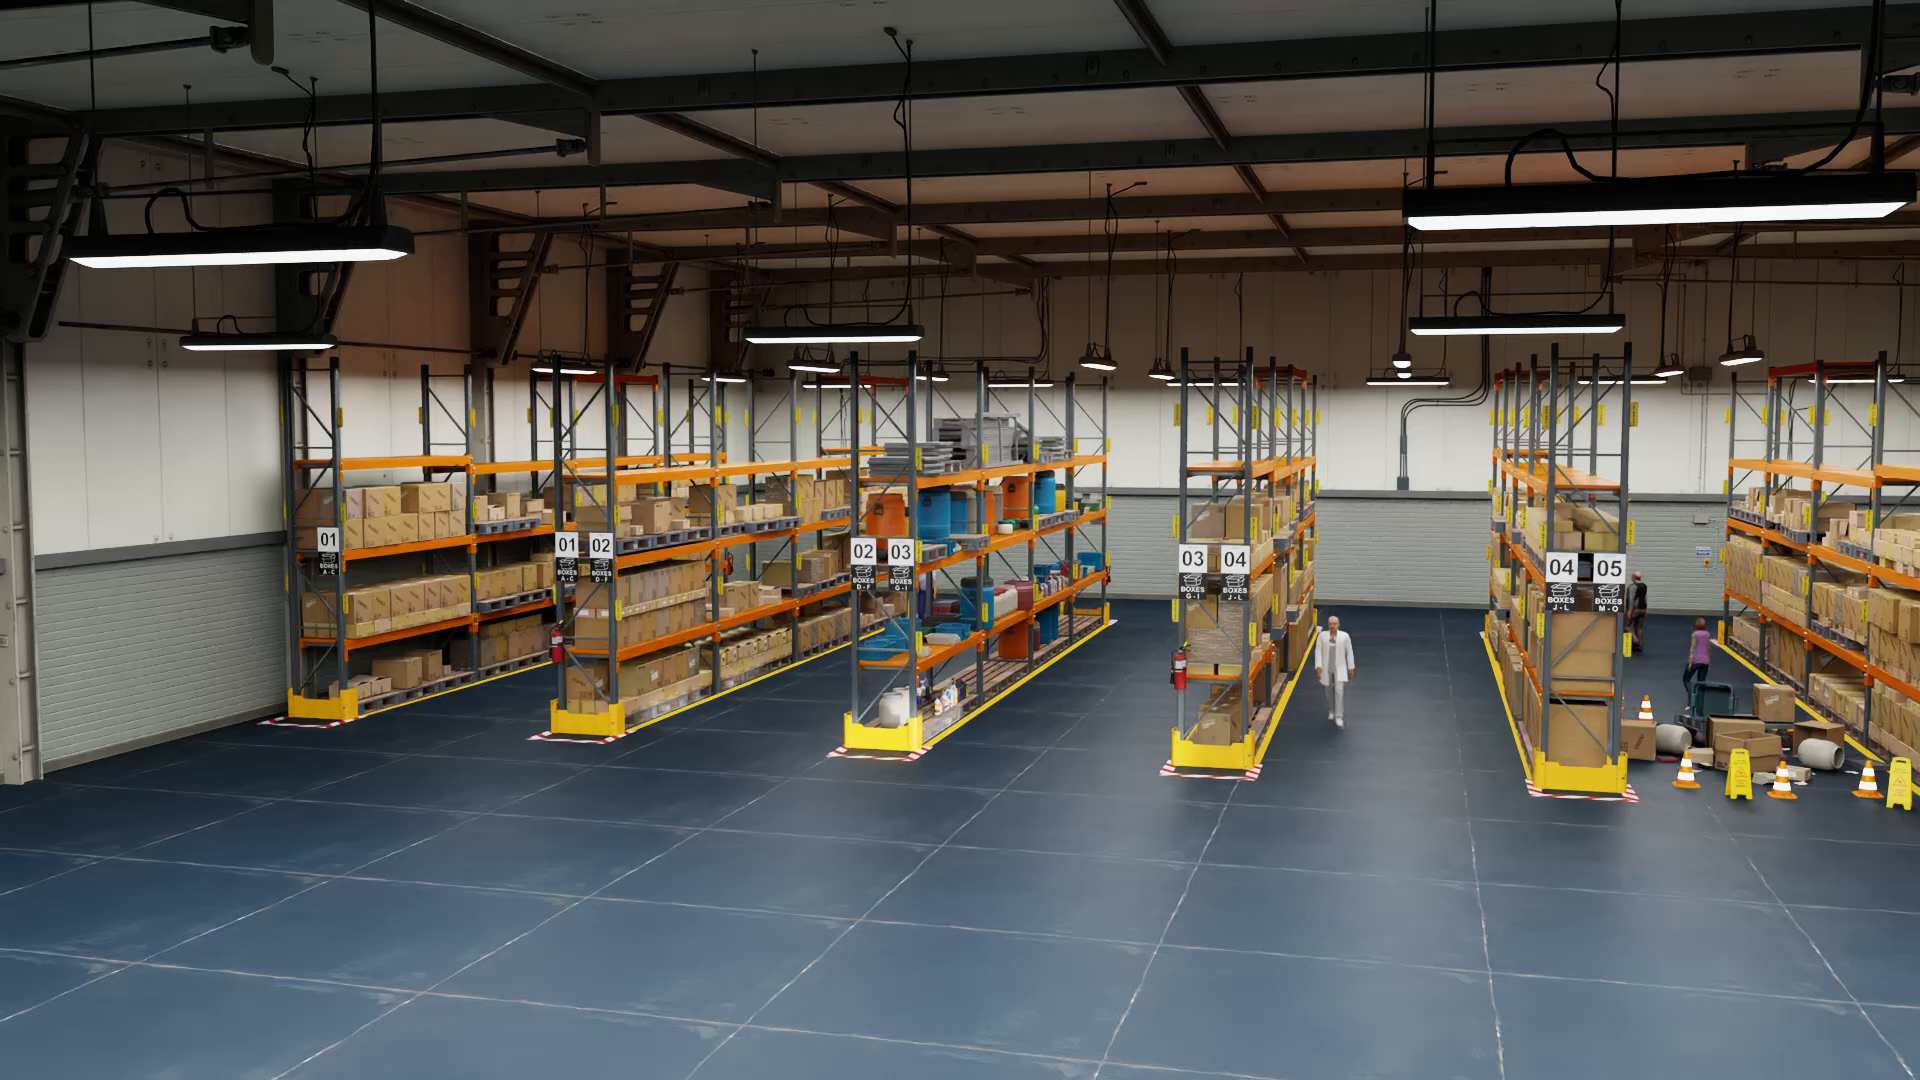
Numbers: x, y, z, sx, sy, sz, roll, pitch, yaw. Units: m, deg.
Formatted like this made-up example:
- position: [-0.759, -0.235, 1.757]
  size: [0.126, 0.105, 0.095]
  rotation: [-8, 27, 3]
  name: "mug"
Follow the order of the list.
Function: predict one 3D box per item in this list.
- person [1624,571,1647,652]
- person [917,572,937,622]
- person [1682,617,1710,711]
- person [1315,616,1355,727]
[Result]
- position: [14.492, 1.529, 35.606]
  size: [0.570, 1.719, 0.452]
  rotation: [-2, 5, -27]
  name: "person"
- position: [-0.792, 1.299, 39.496]
  size: [0.525, 1.574, 1.022]
  rotation: [1, 4, 13]
  name: "person"
- position: [12.615, 2.129, 28.393]
  size: [0.435, 1.619, 0.384]
  rotation: [-1, 4, -10]
  name: "person"
- position: [6.094, 2.114, 27.135]
  size: [0.629, 1.740, 0.993]
  rotation: [2, 5, 24]
  name: "person"
